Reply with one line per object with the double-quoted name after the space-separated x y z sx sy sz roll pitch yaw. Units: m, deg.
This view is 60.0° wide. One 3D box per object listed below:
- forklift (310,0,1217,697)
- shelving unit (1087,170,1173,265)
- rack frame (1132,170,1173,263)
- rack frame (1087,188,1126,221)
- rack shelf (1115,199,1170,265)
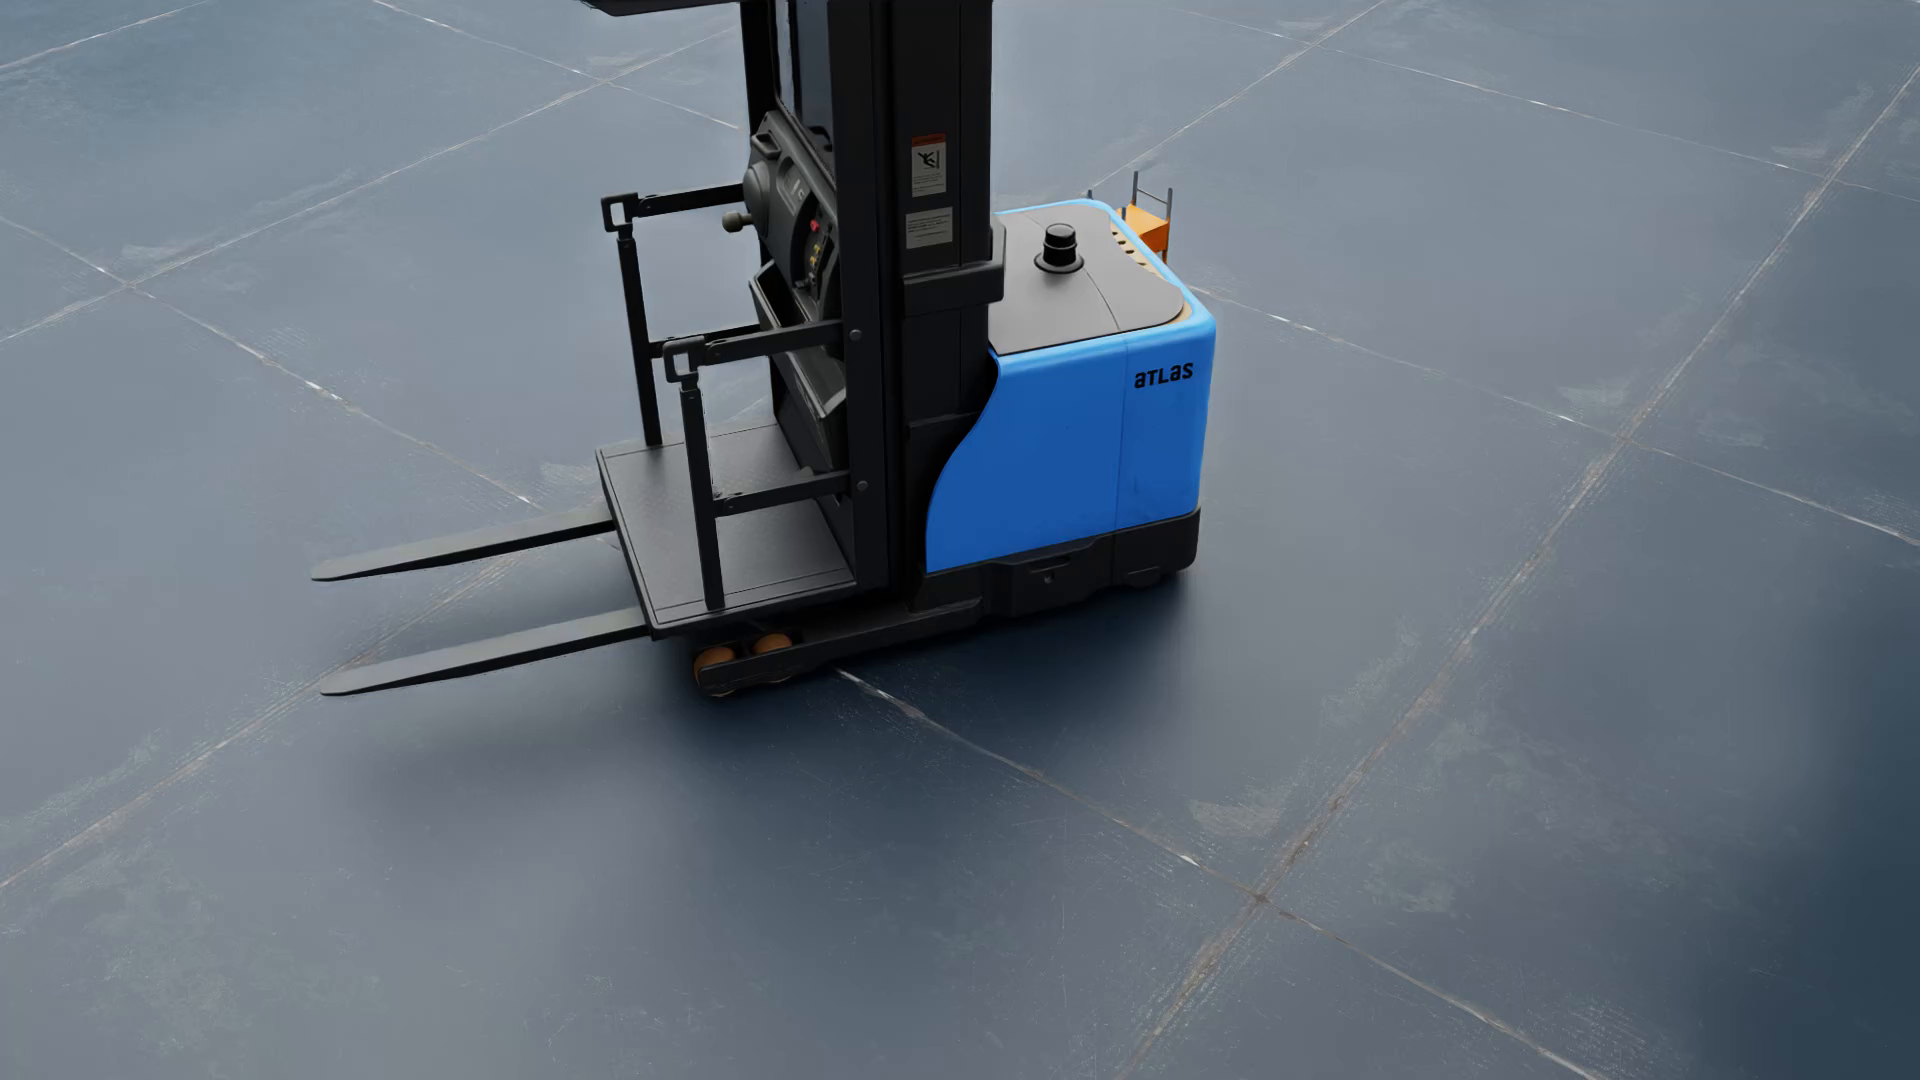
-0.711 -0.998 5.148 3.031 2.935 1.130 -13 40 -15 "forklift"
0.638 -0.904 6.553 0.252 1.050 0.215 -27 46 -30 "shelving unit"
0.731 -0.952 6.615 0.008 1.050 0.200 -27 46 -30 "rack frame"
0.545 -0.856 6.491 0.008 1.050 0.200 -27 46 -30 "rack frame"
0.638 -1.119 6.385 0.240 0.259 0.215 -27 46 -30 "rack shelf"
